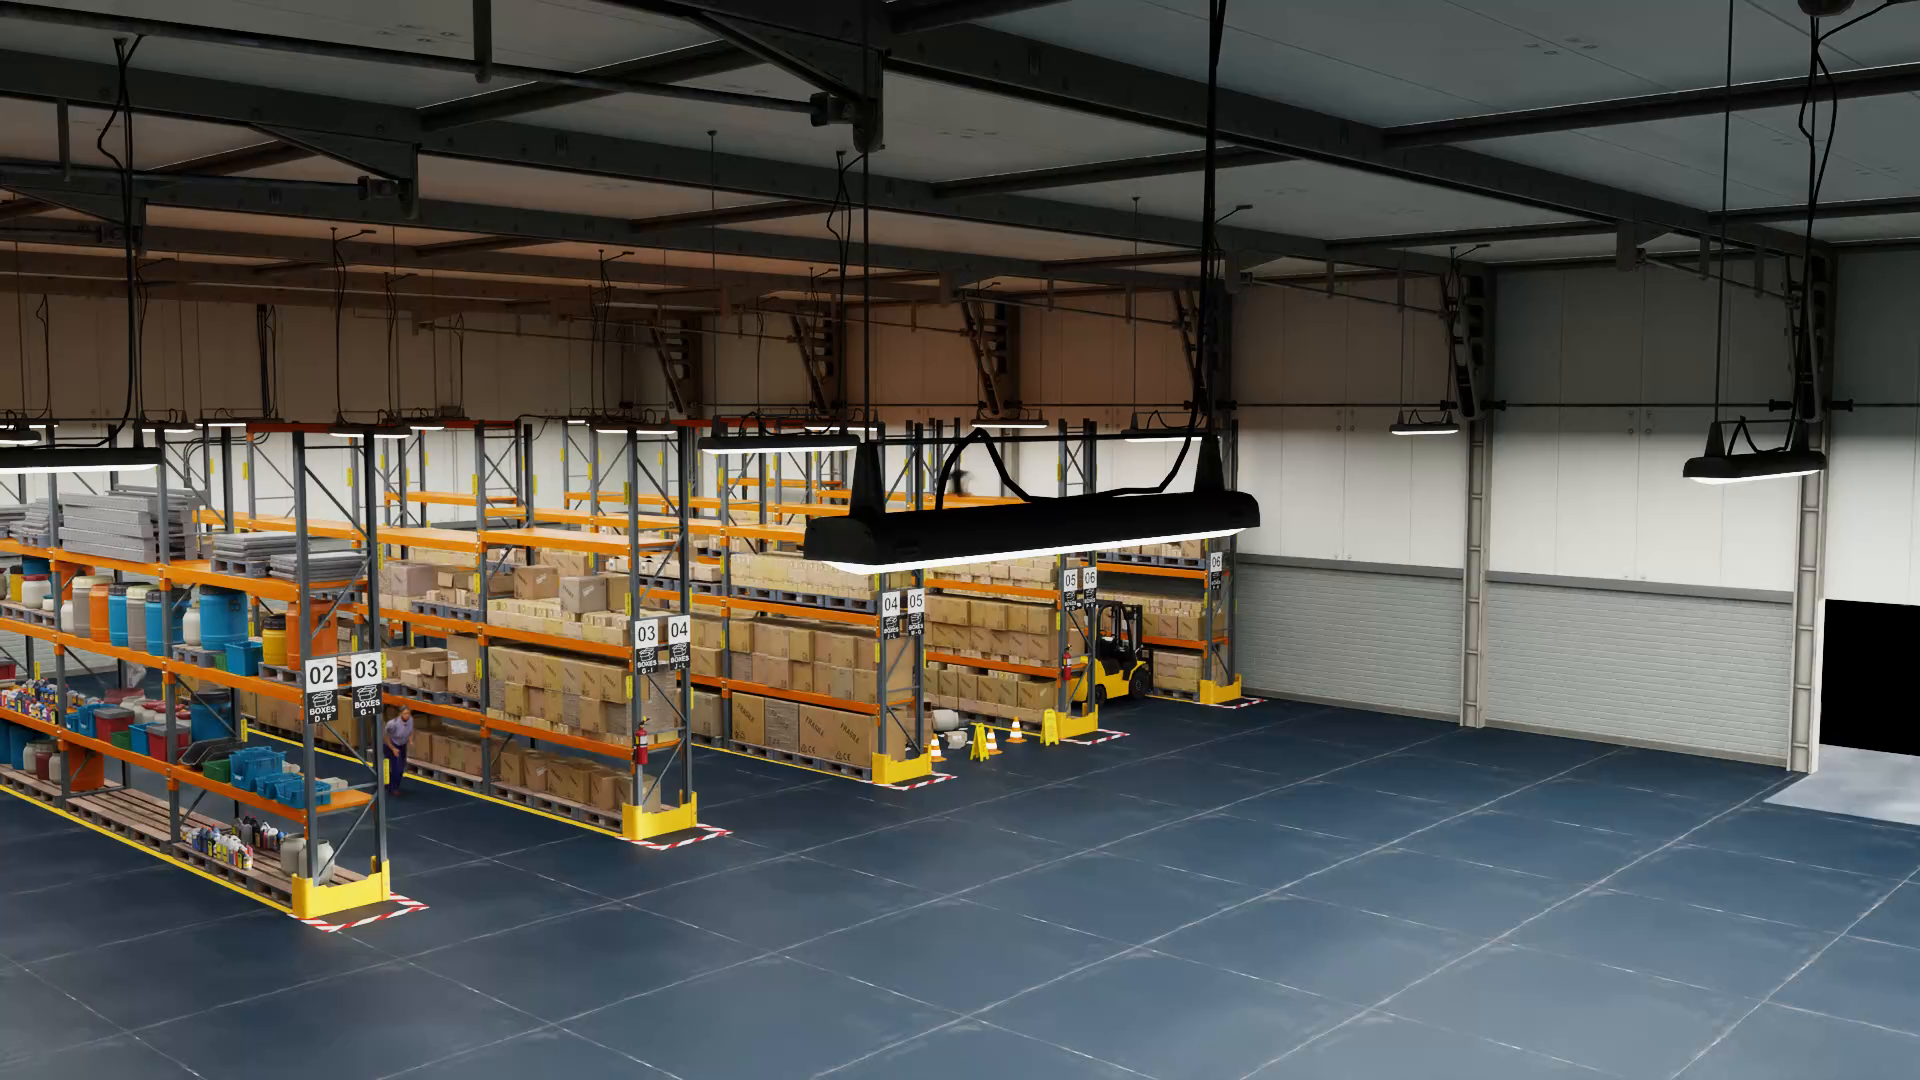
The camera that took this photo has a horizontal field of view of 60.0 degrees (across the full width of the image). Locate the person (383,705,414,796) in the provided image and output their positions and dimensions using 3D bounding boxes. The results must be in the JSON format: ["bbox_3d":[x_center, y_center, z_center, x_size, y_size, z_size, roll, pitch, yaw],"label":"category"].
[{"bbox_3d":[-9.157,3.384,26.977,0.812,1.510,0.665,2,5,21],"label":"person"}]

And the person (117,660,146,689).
[{"bbox_3d":[-17.850,2.530,35.878,0.692,1.758,0.691,-1,5,-13],"label":"person"}]
